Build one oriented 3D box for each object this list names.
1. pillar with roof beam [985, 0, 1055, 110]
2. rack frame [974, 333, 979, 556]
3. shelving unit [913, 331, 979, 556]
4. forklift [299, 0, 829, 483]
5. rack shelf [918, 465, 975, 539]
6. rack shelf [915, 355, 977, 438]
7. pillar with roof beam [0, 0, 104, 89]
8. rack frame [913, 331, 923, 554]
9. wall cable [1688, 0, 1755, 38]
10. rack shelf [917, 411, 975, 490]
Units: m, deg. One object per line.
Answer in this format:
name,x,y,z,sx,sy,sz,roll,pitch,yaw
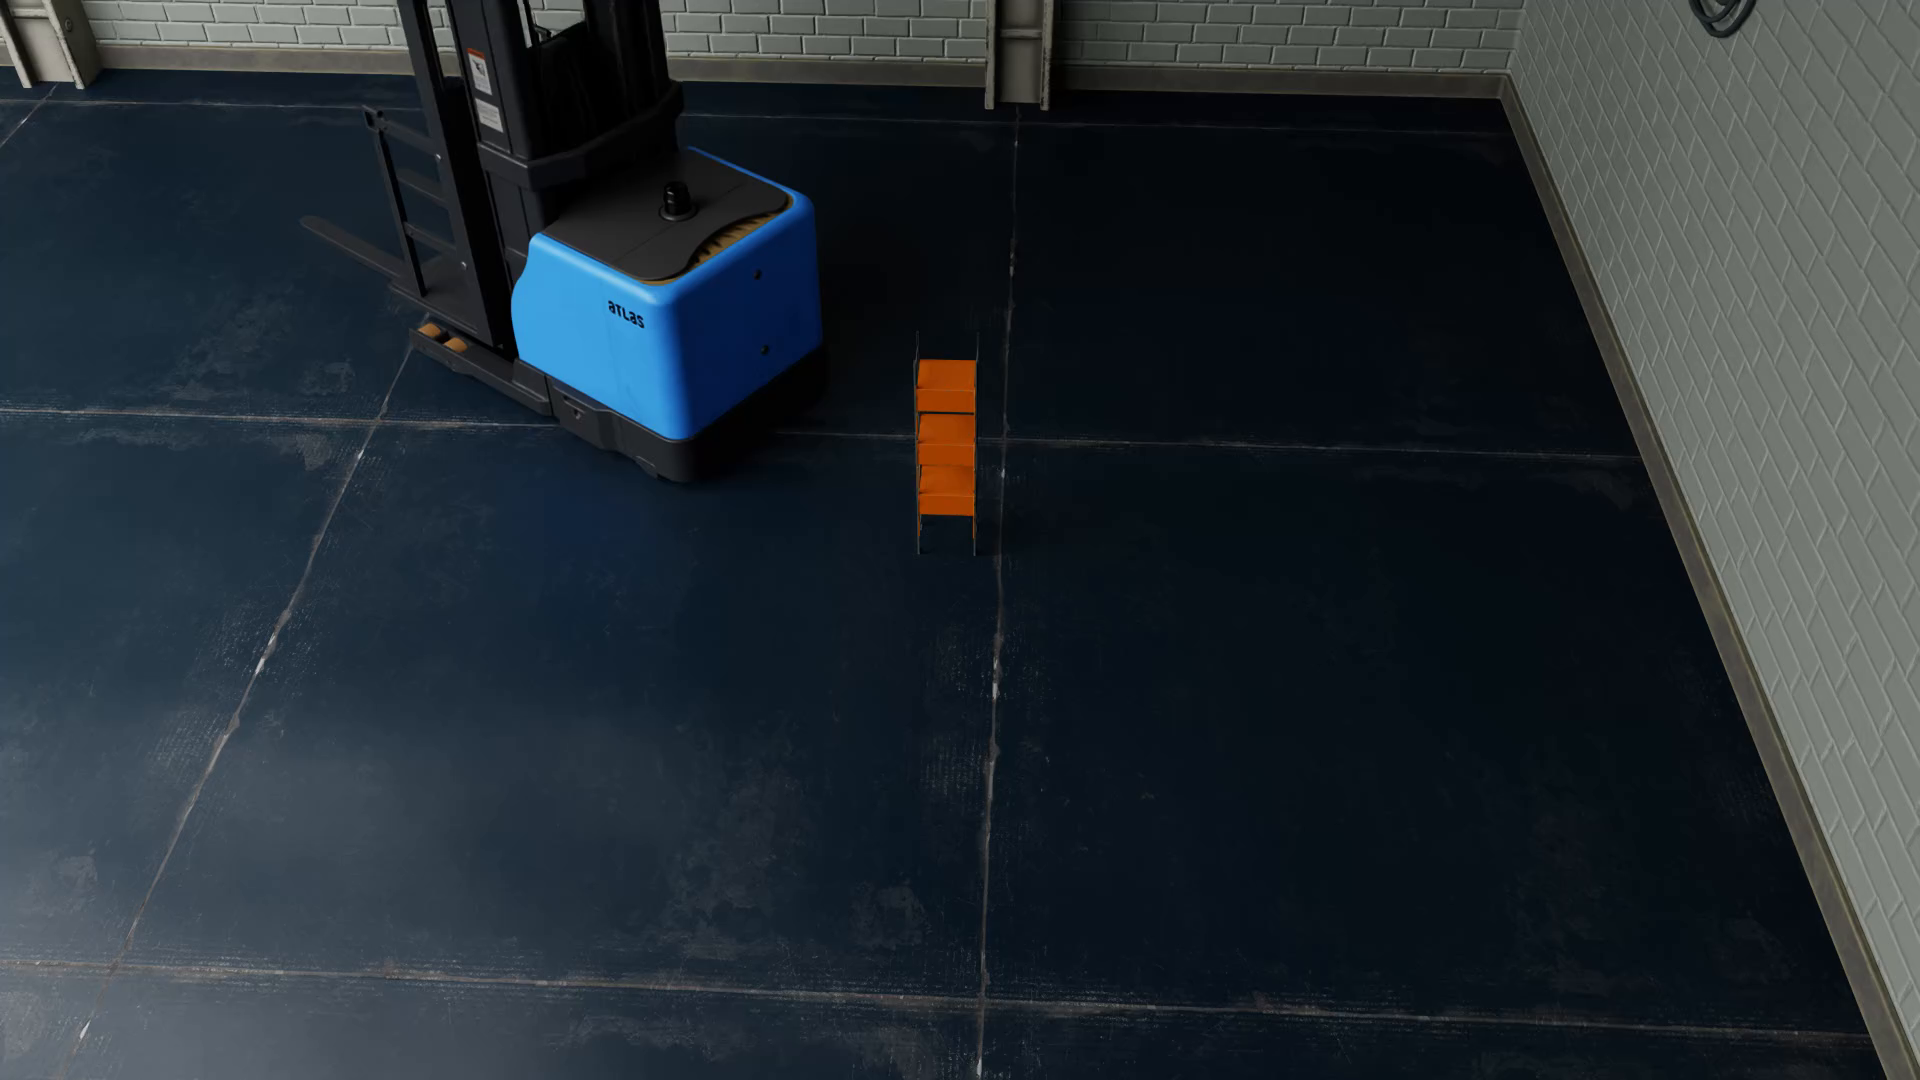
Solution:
pillar with roof beam,0.164,-3.096,4.057,0.400,9.000,9.100,2,43,2
rack frame,0.068,-0.382,6.975,0.008,1.050,0.200,2,43,2
shelving unit,-0.053,-0.386,6.979,0.252,1.050,0.215,2,43,2
forklift,-2.111,-2.161,7.505,3.031,2.935,1.130,28,50,26
rack shelf,-0.053,-0.175,7.176,0.240,0.259,0.215,2,43,2
rack shelf,-0.053,-0.586,6.793,0.240,0.259,0.215,2,43,2
pillar with roof beam,-5.830,-3.280,4.254,0.400,9.000,9.100,2,43,2
rack frame,-0.175,-0.390,6.983,0.008,1.050,0.200,2,43,2
wall cable,3.241,-3.900,7.198,0.112,2.526,3.097,2,43,2
rack shelf,-0.053,-0.378,6.987,0.240,0.259,0.215,2,43,2
